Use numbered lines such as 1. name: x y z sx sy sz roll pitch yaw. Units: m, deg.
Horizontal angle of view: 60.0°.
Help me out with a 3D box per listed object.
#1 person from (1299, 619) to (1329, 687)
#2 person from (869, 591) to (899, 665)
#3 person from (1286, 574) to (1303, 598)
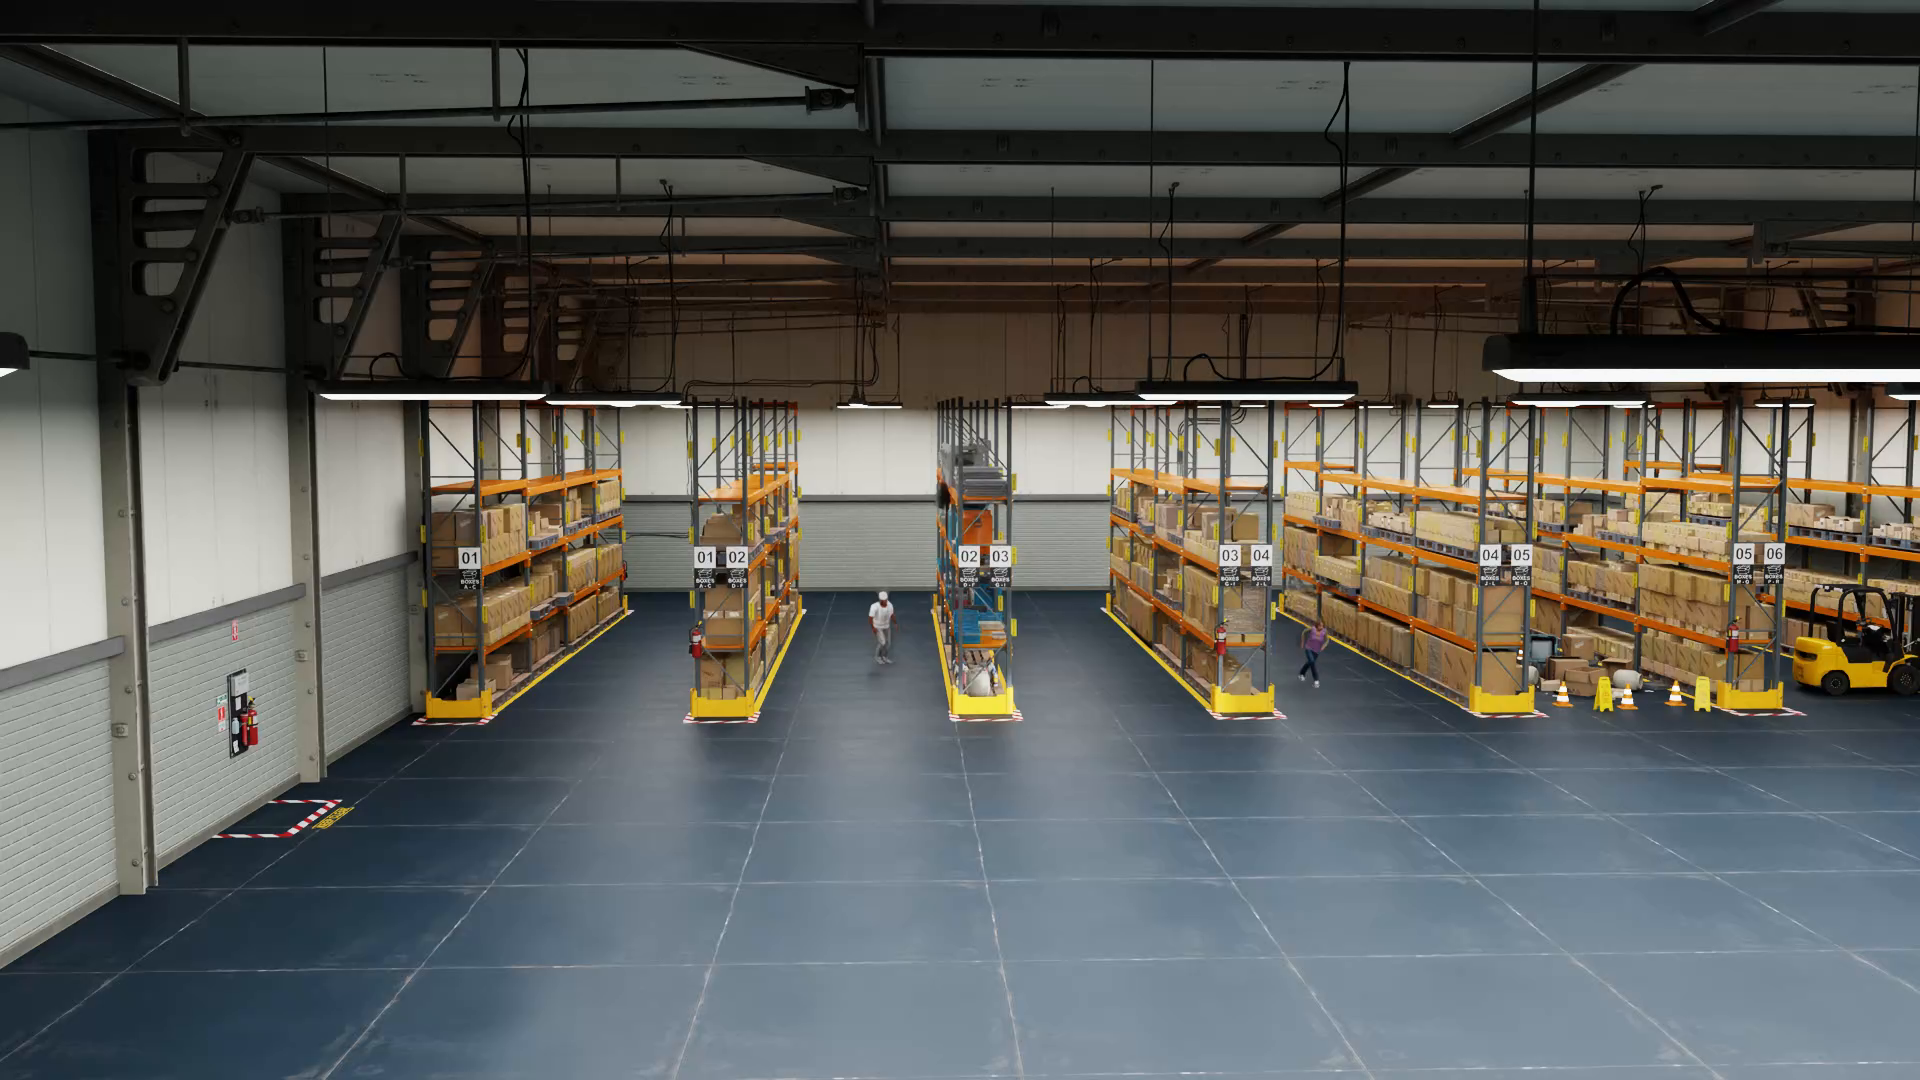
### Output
1. person: 7.371 2.309 34.726 0.516 1.424 0.964 -1 4 -7
2. person: -1.741 1.978 37.615 0.701 1.694 0.618 -4 6 -40
3. person: 9.895 1.062 49.277 0.826 1.735 0.594 -3 5 -33
